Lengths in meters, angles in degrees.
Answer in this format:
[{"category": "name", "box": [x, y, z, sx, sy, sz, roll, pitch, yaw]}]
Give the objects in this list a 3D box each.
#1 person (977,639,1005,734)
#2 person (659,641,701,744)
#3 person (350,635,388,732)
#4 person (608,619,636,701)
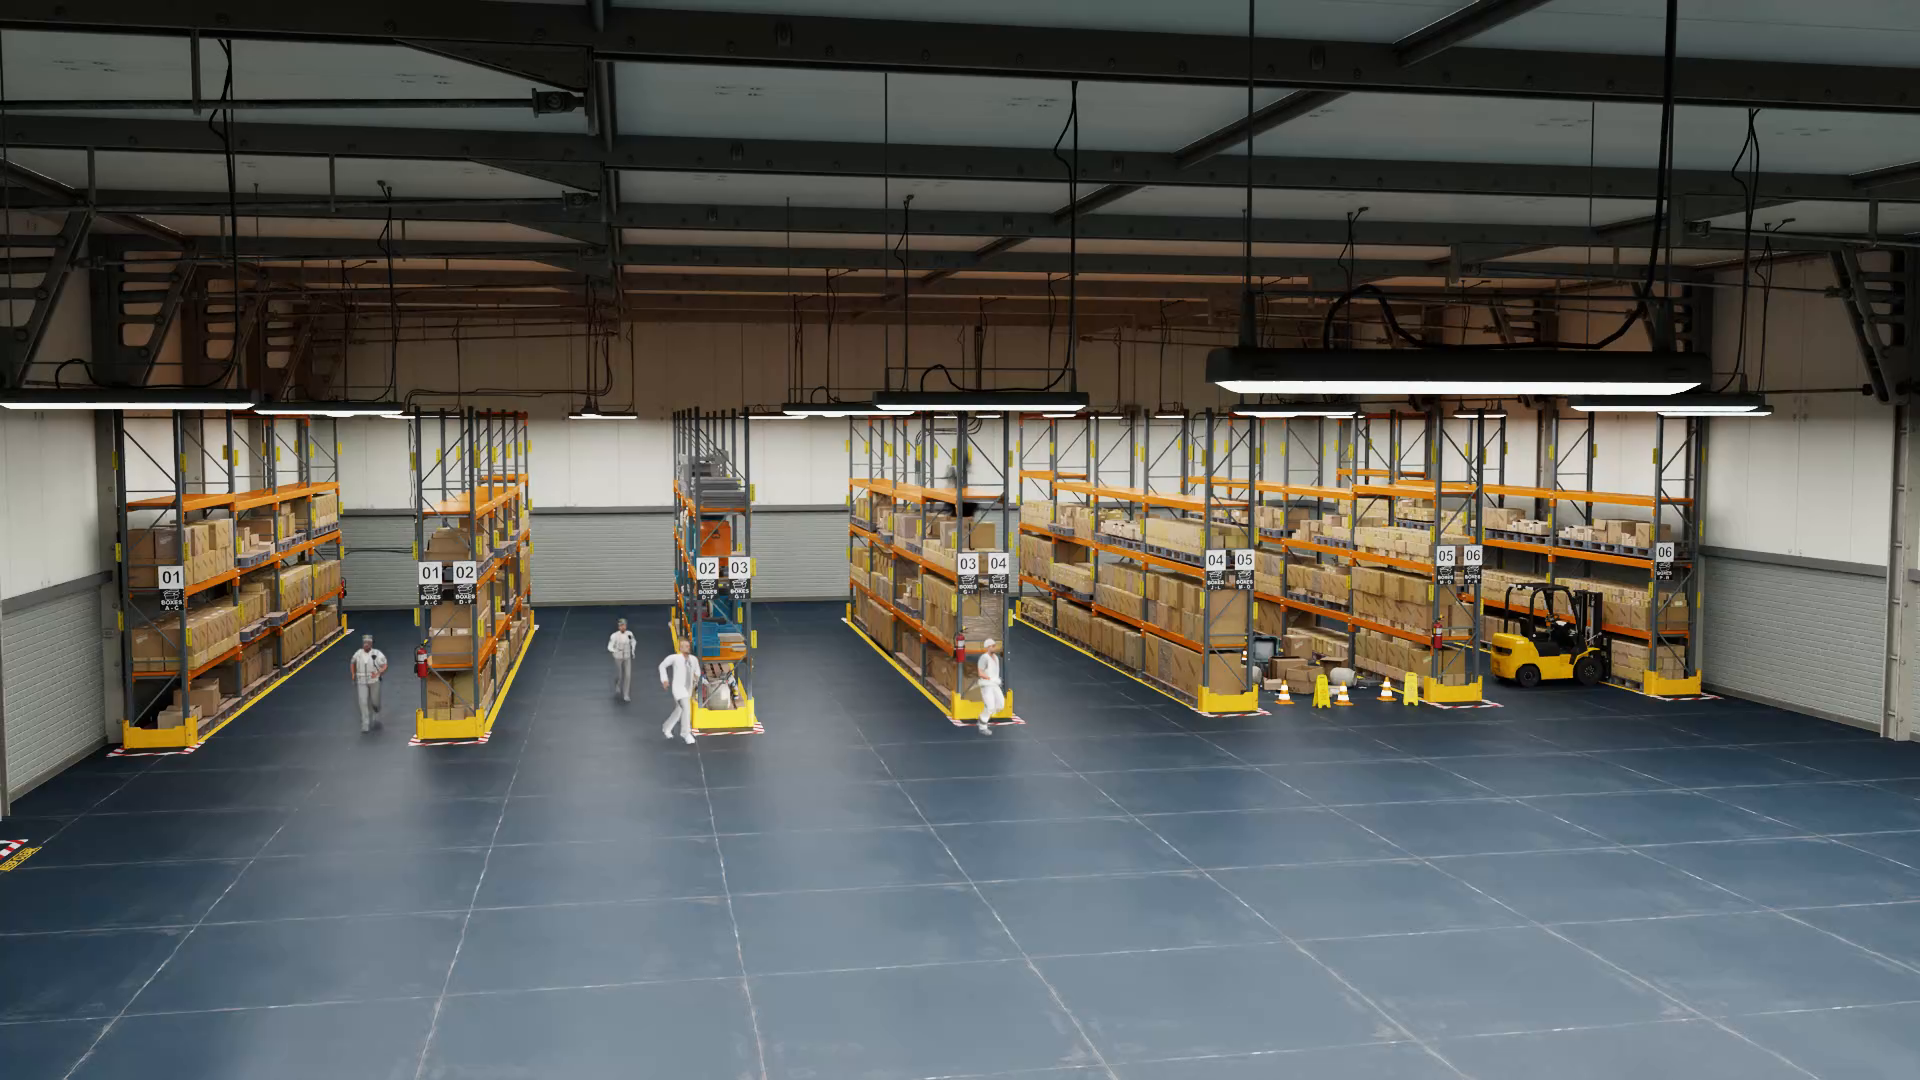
[{"category": "person", "box": [0.585, 2.684, 30.526, 0.611, 1.753, 0.702, 3, 5, 35]}, {"category": "person", "box": [-4.950, 2.706, 29.914, 0.927, 1.776, 0.699, 3, 5, 40]}, {"category": "person", "box": [-11.015, 2.631, 30.973, 0.690, 1.759, 0.928, -1, 4, -11]}, {"category": "person", "box": [-6.972, 2.442, 34.346, 0.600, 1.681, 0.892, -2, 4, -21]}]
